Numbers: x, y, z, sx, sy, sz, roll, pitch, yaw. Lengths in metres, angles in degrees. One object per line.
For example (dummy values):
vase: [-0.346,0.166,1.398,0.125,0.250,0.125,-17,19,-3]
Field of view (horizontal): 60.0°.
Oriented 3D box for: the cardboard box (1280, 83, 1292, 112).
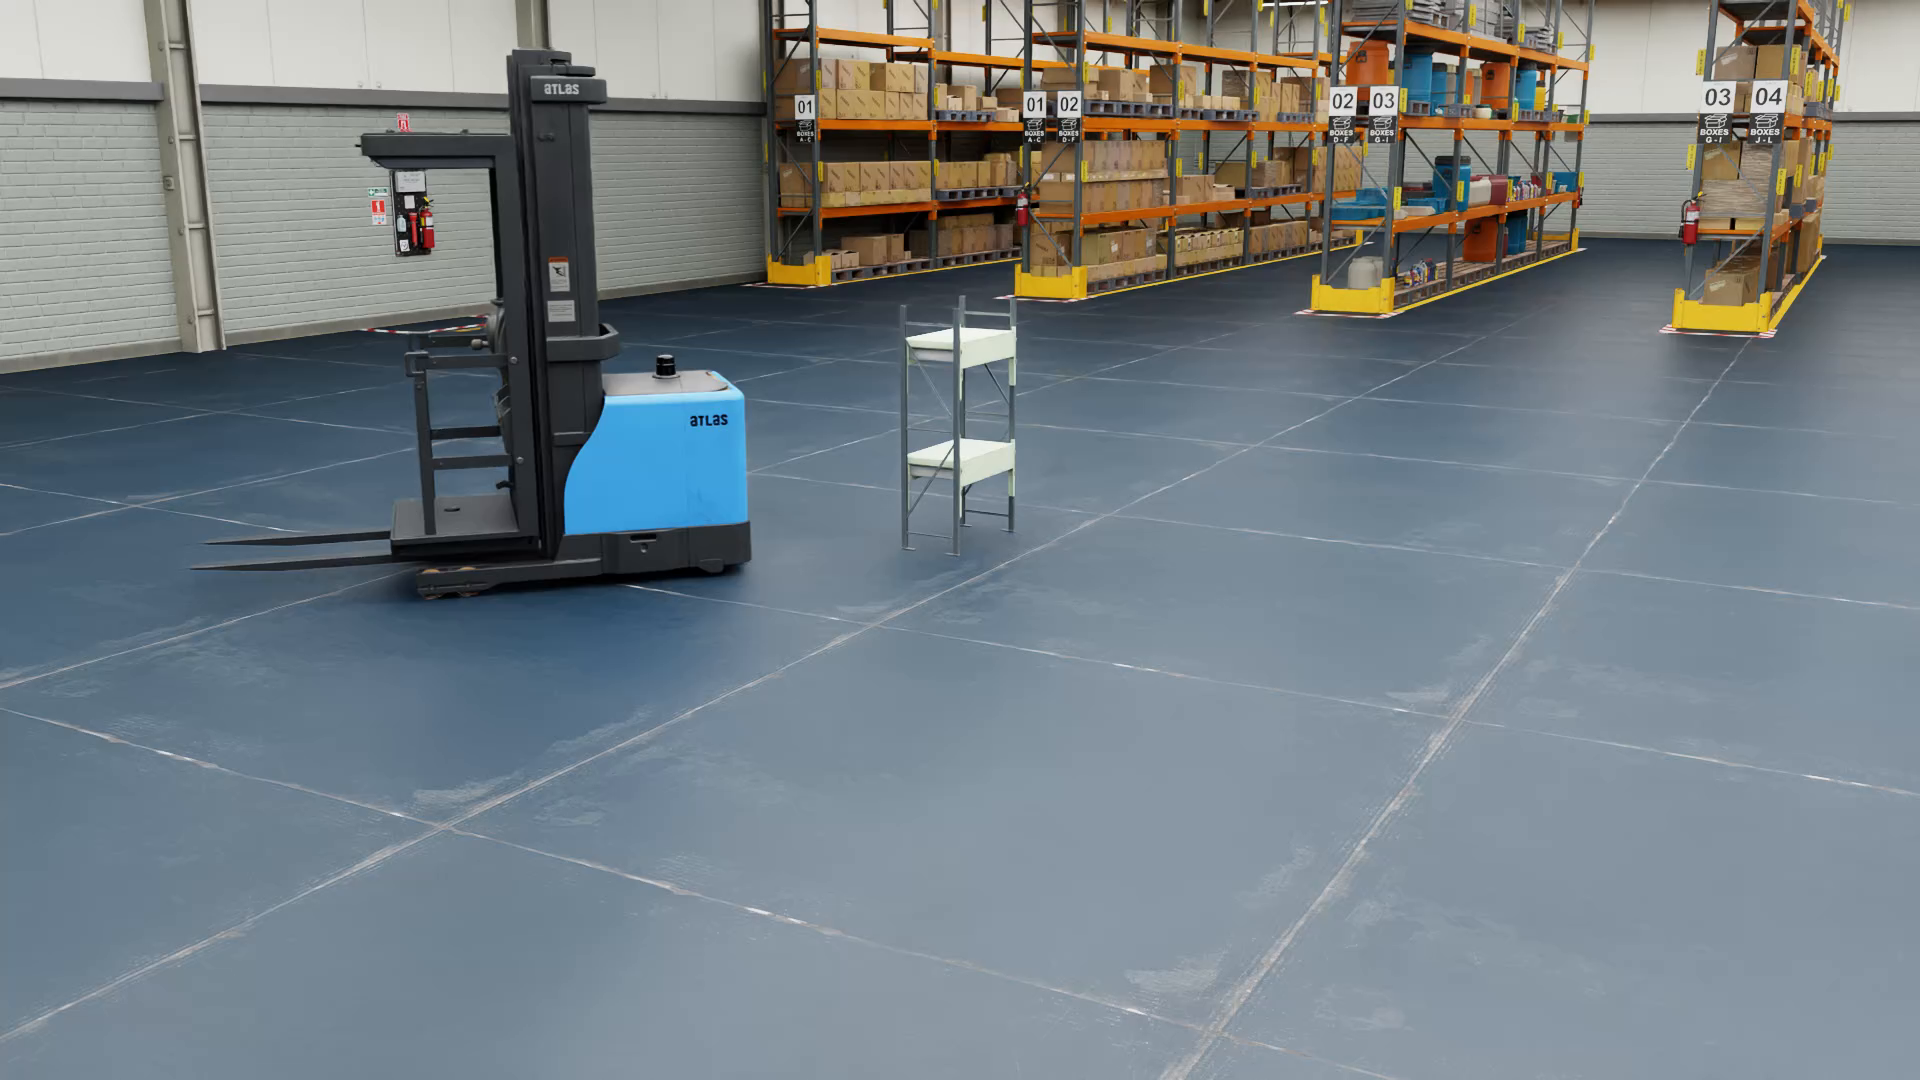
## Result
cardboard box: [6.660,-9.385,35.338,0.600,0.600,0.600,7,15,27]

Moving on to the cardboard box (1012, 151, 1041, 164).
cardboard box: [1.459,-8.237,35.809,0.500,0.250,0.500,8,16,29]

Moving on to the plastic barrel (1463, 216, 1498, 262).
plastic barrel: [9.893,-5.729,31.630,0.600,0.830,0.708,7,15,28]

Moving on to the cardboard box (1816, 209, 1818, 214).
cardboard box: [16.766,-6.219,33.566,0.875,0.875,0.875,7,15,28]

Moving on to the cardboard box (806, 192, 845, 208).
cardboard box: [-2.354,-5.959,29.130,0.500,0.250,0.500,7,15,26]

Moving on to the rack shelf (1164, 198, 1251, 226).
rack shelf: [4.371,-6.279,31.714,1.077,0.370,4.000,7,15,28]

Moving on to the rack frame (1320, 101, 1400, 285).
rack frame: [5.805,-4.836,24.192,1.000,3.000,0.127,7,15,28]

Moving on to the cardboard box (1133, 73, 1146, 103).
cardboard box: [2.930,-7.924,29.194,0.500,0.500,0.500,9,16,33]

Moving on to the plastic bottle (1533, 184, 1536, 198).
plastic bottle: [11.626,-7.071,33.712,0.061,0.283,0.133,7,15,28]

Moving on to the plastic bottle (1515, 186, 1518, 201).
plastic bottle: [10.763,-6.705,32.192,0.061,0.283,0.133,7,15,28]

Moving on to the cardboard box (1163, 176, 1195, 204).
cardboard box: [4.044,-6.531,31.010,0.500,0.500,0.500,9,16,32]

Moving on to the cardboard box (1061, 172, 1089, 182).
cardboard box: [1.848,-5.818,26.668,0.380,0.149,0.250,7,15,28]

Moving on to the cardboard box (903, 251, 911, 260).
cardboard box: [-1.167,-5.502,32.063,0.380,0.166,0.250,5,15,21]

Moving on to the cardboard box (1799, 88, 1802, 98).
cardboard box: [12.170,-6.575,24.476,0.380,0.149,0.250,8,16,30]

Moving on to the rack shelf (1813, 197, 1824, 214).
rack shelf: [16.908,-6.797,33.863,1.077,0.370,4.000,7,15,28]

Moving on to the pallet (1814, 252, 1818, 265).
pallet: [16.966,-5.779,34.056,1.003,0.211,1.213,7,15,28]

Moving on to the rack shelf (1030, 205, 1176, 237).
rack shelf: [2.437,-5.458,28.310,1.077,0.370,4.000,7,15,28]

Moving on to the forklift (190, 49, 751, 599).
forklift: [-2.799,-1.235,9.403,3.031,2.935,1.130,-4,14,-17]

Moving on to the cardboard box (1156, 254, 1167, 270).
cardboard box: [3.371,-4.966,29.703,0.500,0.250,0.500,7,15,28]

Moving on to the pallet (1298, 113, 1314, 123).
pallet: [6.895,-9.101,35.884,1.213,0.211,1.003,7,15,28]

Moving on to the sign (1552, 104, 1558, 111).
sign: [12.086,-8.698,33.792,0.100,0.325,0.005,7,15,28]

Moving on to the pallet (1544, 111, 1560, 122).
pallet: [11.312,-8.492,33.362,1.213,0.211,1.003,7,15,28]

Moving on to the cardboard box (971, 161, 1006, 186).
cardboard box: [0.534,-7.647,34.700,0.700,0.500,0.500,6,15,23]

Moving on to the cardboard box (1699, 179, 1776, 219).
cardboard box: [10.430,-4.578,22.273,0.875,0.500,0.500,7,15,28]

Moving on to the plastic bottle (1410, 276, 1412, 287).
plastic bottle: [7.004,-4.047,25.953,0.097,0.201,0.097,0,14,0]

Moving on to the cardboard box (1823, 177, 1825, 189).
cardboard box: [17.873,-7.500,34.926,0.500,0.250,0.500,7,15,27]

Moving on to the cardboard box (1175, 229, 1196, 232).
cardboard box: [4.332,-5.892,32.347,0.500,0.311,0.500,7,15,27]

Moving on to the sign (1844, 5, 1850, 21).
sign: [18.343,-10.902,34.392,0.100,0.325,0.005,7,15,28]

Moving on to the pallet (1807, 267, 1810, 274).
pallet: [15.634,-5.214,31.711,1.003,0.211,1.213,7,15,28]

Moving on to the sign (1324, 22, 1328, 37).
sign: [8.730,-12.151,39.573,0.100,0.325,0.005,7,15,28]

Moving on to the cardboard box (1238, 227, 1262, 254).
cardboard box: [5.808,-6.099,33.826,0.500,0.500,0.500,8,16,30]

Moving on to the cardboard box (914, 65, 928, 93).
cardboard box: [-0.939,-8.648,31.216,0.500,0.500,0.500,6,15,23]

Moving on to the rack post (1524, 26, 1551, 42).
rack post: [11.171,-10.008,33.008,0.937,0.300,0.954,7,15,27]

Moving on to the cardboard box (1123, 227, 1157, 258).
cardboard box: [3.119,-5.229,29.195,0.500,0.500,0.500,7,15,28]

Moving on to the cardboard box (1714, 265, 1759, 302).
cardboard box: [11.035,-3.643,23.681,0.500,0.500,0.500,9,16,33]

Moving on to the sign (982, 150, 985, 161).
sign: [0.512,-8.225,35.779,0.100,0.325,0.005,7,15,28]

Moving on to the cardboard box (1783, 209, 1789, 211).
cardboard box: [12.227,-4.896,24.977,0.380,0.149,0.250,7,15,28]

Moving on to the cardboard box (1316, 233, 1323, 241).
cardboard box: [8.073,-6.937,38.012,0.380,0.166,0.250,7,15,28]

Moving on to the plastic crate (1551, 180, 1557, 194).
plastic crate: [12.505,-7.562,35.624,0.437,0.282,0.530,7,15,28]

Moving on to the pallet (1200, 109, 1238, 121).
pallet: [4.550,-8.026,31.429,1.003,0.211,1.213,8,16,31]

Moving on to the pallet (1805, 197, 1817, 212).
pallet: [13.756,-5.664,28.039,1.213,0.211,1.003,7,15,28]

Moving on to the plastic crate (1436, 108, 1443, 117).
plastic crate: [7.316,-6.611,25.720,0.243,0.136,0.396,7,15,28]

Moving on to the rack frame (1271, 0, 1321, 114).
rack frame: [7.271,-10.776,36.032,1.000,3.000,0.127,7,15,28]

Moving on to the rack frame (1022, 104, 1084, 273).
rack frame: [1.470,-5.398,26.523,1.000,3.000,0.127,7,15,28]

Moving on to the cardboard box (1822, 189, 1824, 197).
cardboard box: [17.867,-7.271,34.830,0.380,0.149,0.250,8,15,29]

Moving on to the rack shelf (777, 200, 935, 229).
rack shelf: [-1.901,-6.019,30.635,1.077,0.370,4.000,7,15,28]

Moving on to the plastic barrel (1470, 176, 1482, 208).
plastic barrel: [8.957,-6.133,29.284,0.433,0.535,0.433,0,14,0]

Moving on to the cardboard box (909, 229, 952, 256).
cardboard box: [-0.593,-5.931,33.128,0.700,0.500,0.500,8,16,30]

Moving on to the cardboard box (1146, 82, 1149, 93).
cardboard box: [4.255,-10.853,40.362,0.500,0.500,0.500,7,15,26]

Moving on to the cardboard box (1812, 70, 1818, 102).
cardboard box: [13.758,-7.433,27.286,0.500,0.500,0.500,7,15,28]

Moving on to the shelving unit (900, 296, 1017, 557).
shelving unit: [-0.003,-0.728,10.352,0.431,1.500,0.755,7,15,28]

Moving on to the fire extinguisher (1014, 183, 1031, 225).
fire extinguisher: [1.006,-5.389,26.650,0.296,0.674,0.183,7,15,28]

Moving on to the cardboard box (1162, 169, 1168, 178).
cardboard box: [3.460,-6.502,29.508,0.380,0.149,0.250,7,15,28]

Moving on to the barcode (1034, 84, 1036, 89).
barcode: [1.194,-7.255,26.587,0.001,0.075,0.075,7,15,28]

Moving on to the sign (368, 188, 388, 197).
sign: [-7.763,-4.639,22.171,0.001,0.109,0.331,7,15,28]

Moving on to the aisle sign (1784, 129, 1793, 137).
aisle sign: [17.647,-8.870,35.378,0.394,0.787,0.004,7,15,28]
